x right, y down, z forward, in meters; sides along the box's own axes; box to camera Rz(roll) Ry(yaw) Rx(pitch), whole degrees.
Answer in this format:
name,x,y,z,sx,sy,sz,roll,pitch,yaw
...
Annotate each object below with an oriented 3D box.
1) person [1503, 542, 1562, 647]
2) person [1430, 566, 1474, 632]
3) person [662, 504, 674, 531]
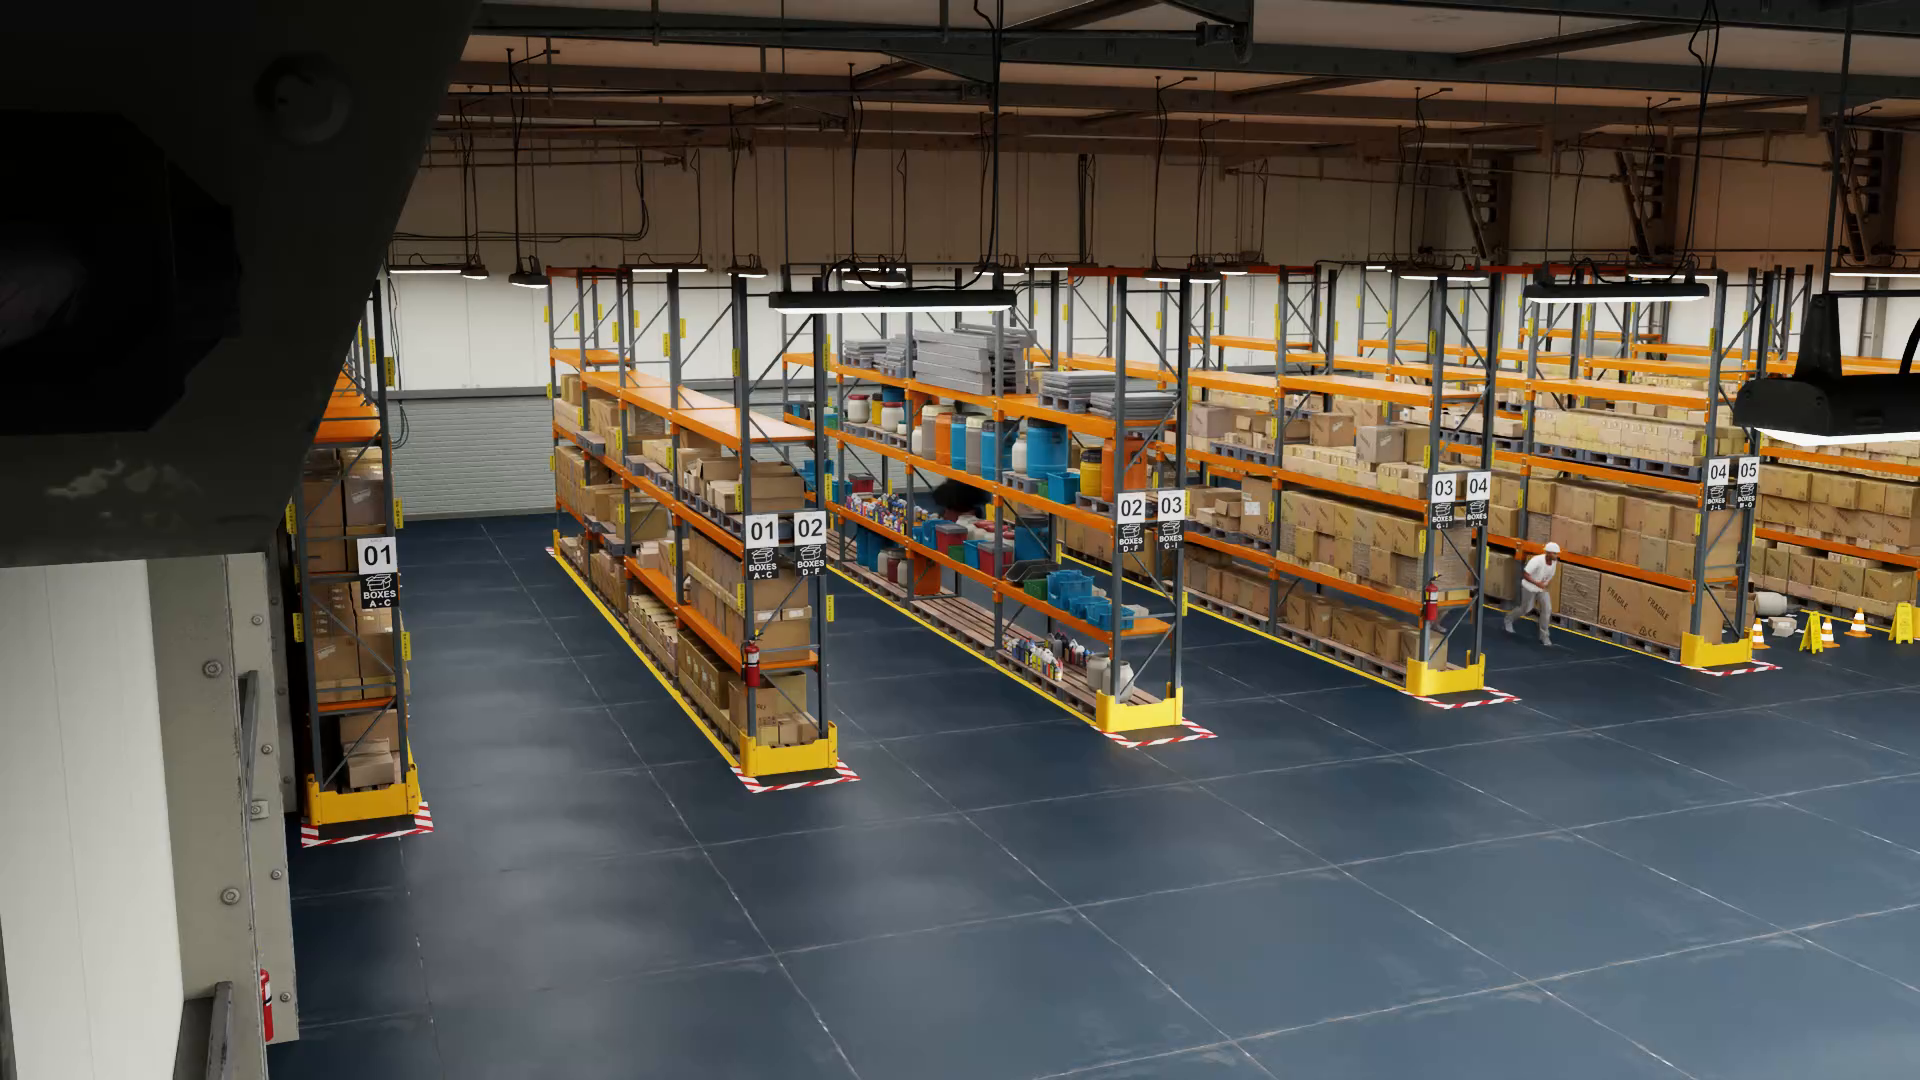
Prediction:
name,x,y,z,sx,sy,sz,roll,pitch,yaw
person,9.345,0.830,27.158,0.744,1.715,1.058,-6,12,-32
person,8.190,0.733,27.724,0.648,1.649,0.744,-10,14,-44
person,-6.388,-0.613,35.440,0.531,1.578,0.858,-8,13,-40
